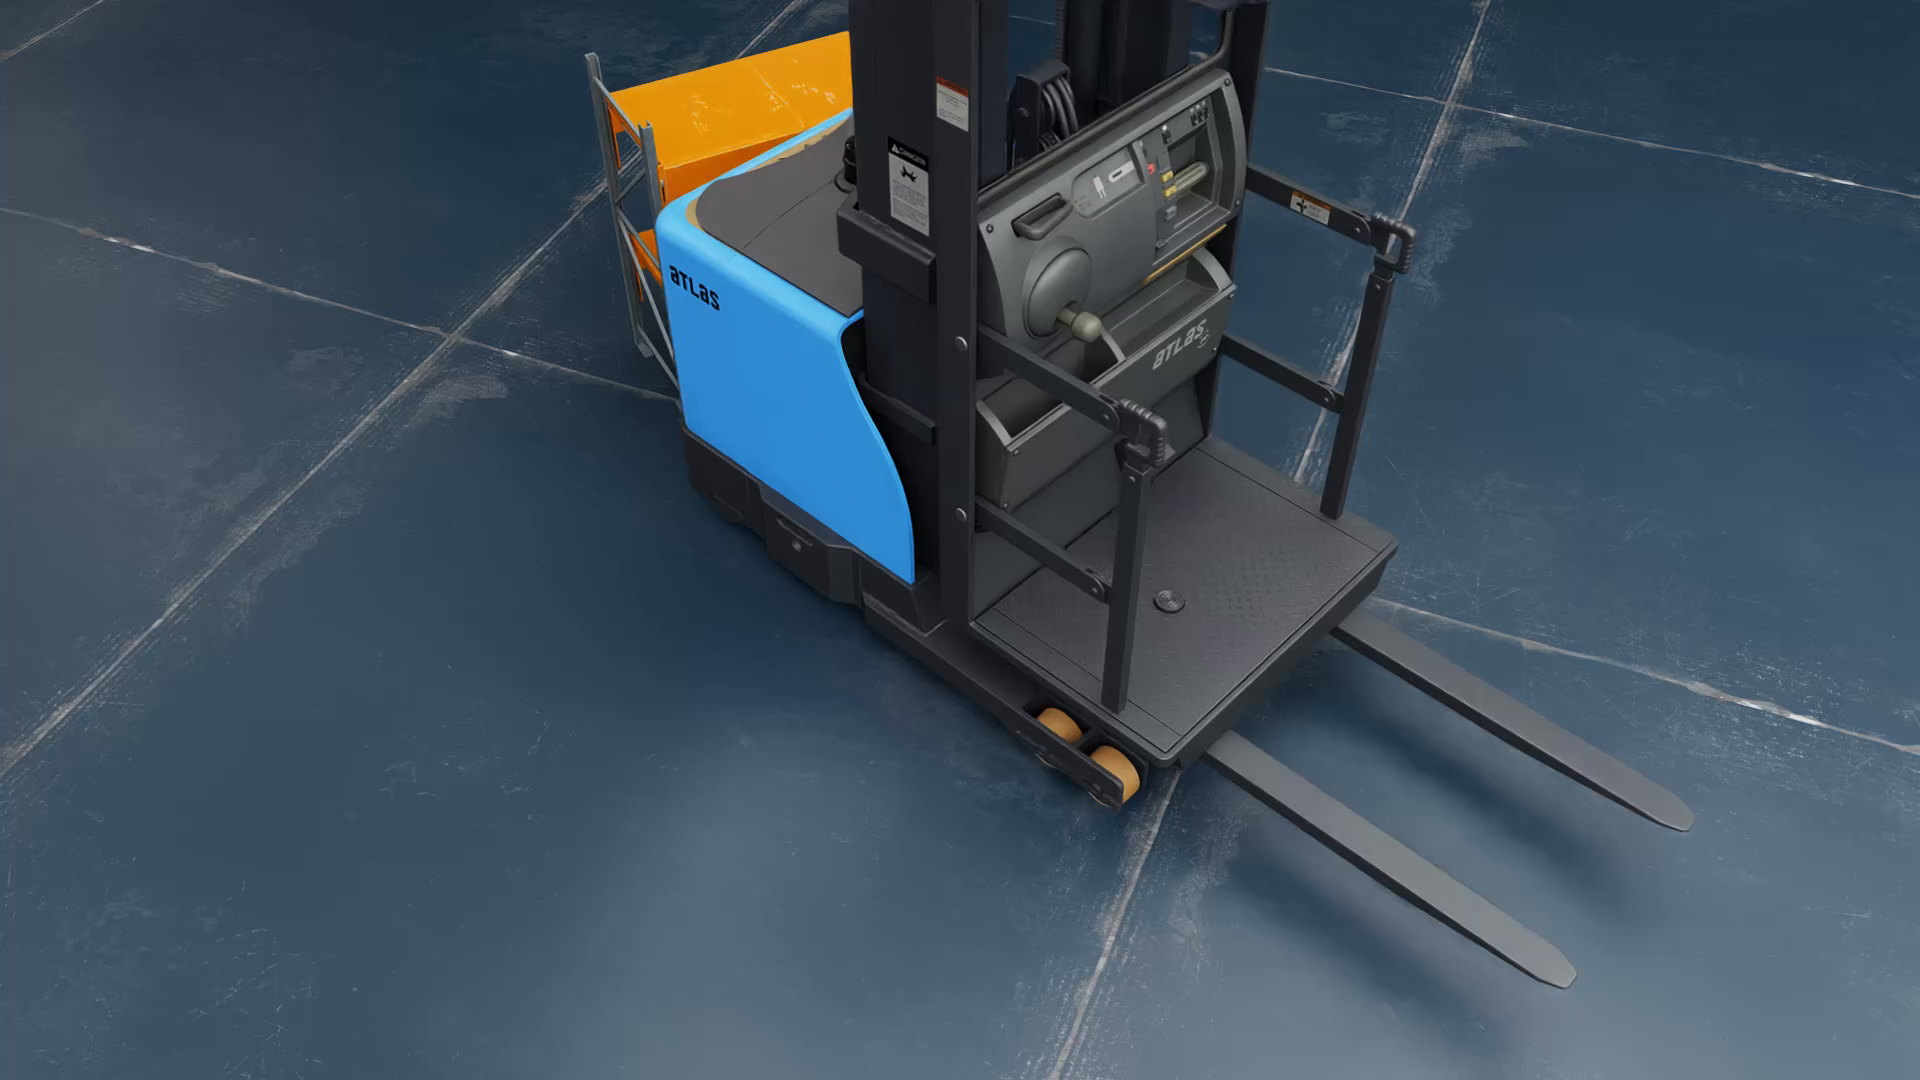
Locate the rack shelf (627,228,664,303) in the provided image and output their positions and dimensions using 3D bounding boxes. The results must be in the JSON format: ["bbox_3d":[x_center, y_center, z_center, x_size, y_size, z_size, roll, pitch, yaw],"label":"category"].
[{"bbox_3d":[-0.589,-0.962,5.766,1.000,0.278,0.538,-21,49,-20],"label":"rack shelf"}]

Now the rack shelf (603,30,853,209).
[{"bbox_3d":[-0.589,-1.343,5.387,1.000,0.278,0.538,-21,49,-20],"label":"rack shelf"}]

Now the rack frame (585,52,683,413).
[{"bbox_3d":[-1.034,-0.962,5.420,0.032,1.125,0.500,-21,49,-20],"label":"rack frame"}]

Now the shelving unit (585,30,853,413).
[{"bbox_3d":[-0.589,-1.136,5.594,1.048,1.125,0.538,-21,49,-20],"label":"shelving unit"}]

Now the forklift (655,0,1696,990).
[{"bbox_3d":[0.542,-0.735,3.911,3.031,2.935,1.130,34,54,29],"label":"forklift"}]
